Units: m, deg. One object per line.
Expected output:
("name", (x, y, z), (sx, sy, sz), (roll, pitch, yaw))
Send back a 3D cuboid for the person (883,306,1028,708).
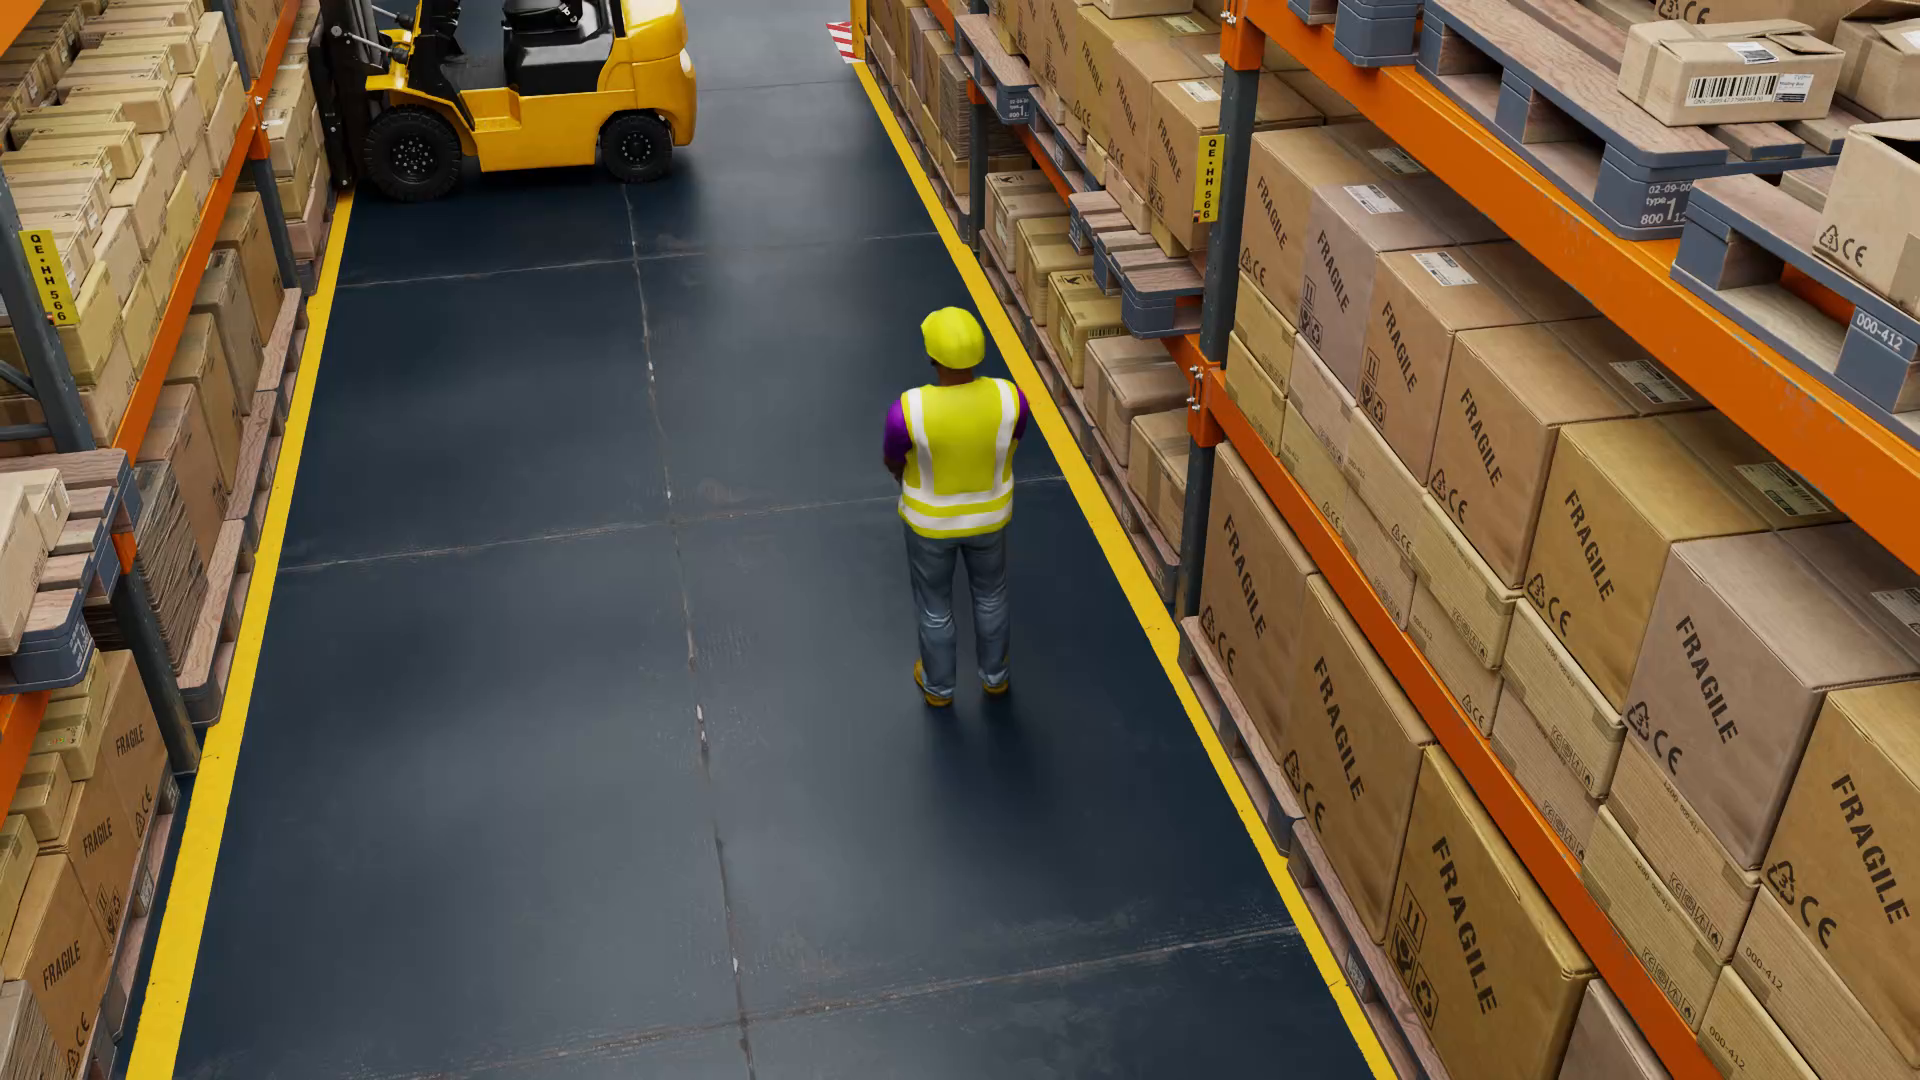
("person", (-0.034, -0.141, 6.325), (0.538, 1.772, 0.560), (-8, 35, -11))
